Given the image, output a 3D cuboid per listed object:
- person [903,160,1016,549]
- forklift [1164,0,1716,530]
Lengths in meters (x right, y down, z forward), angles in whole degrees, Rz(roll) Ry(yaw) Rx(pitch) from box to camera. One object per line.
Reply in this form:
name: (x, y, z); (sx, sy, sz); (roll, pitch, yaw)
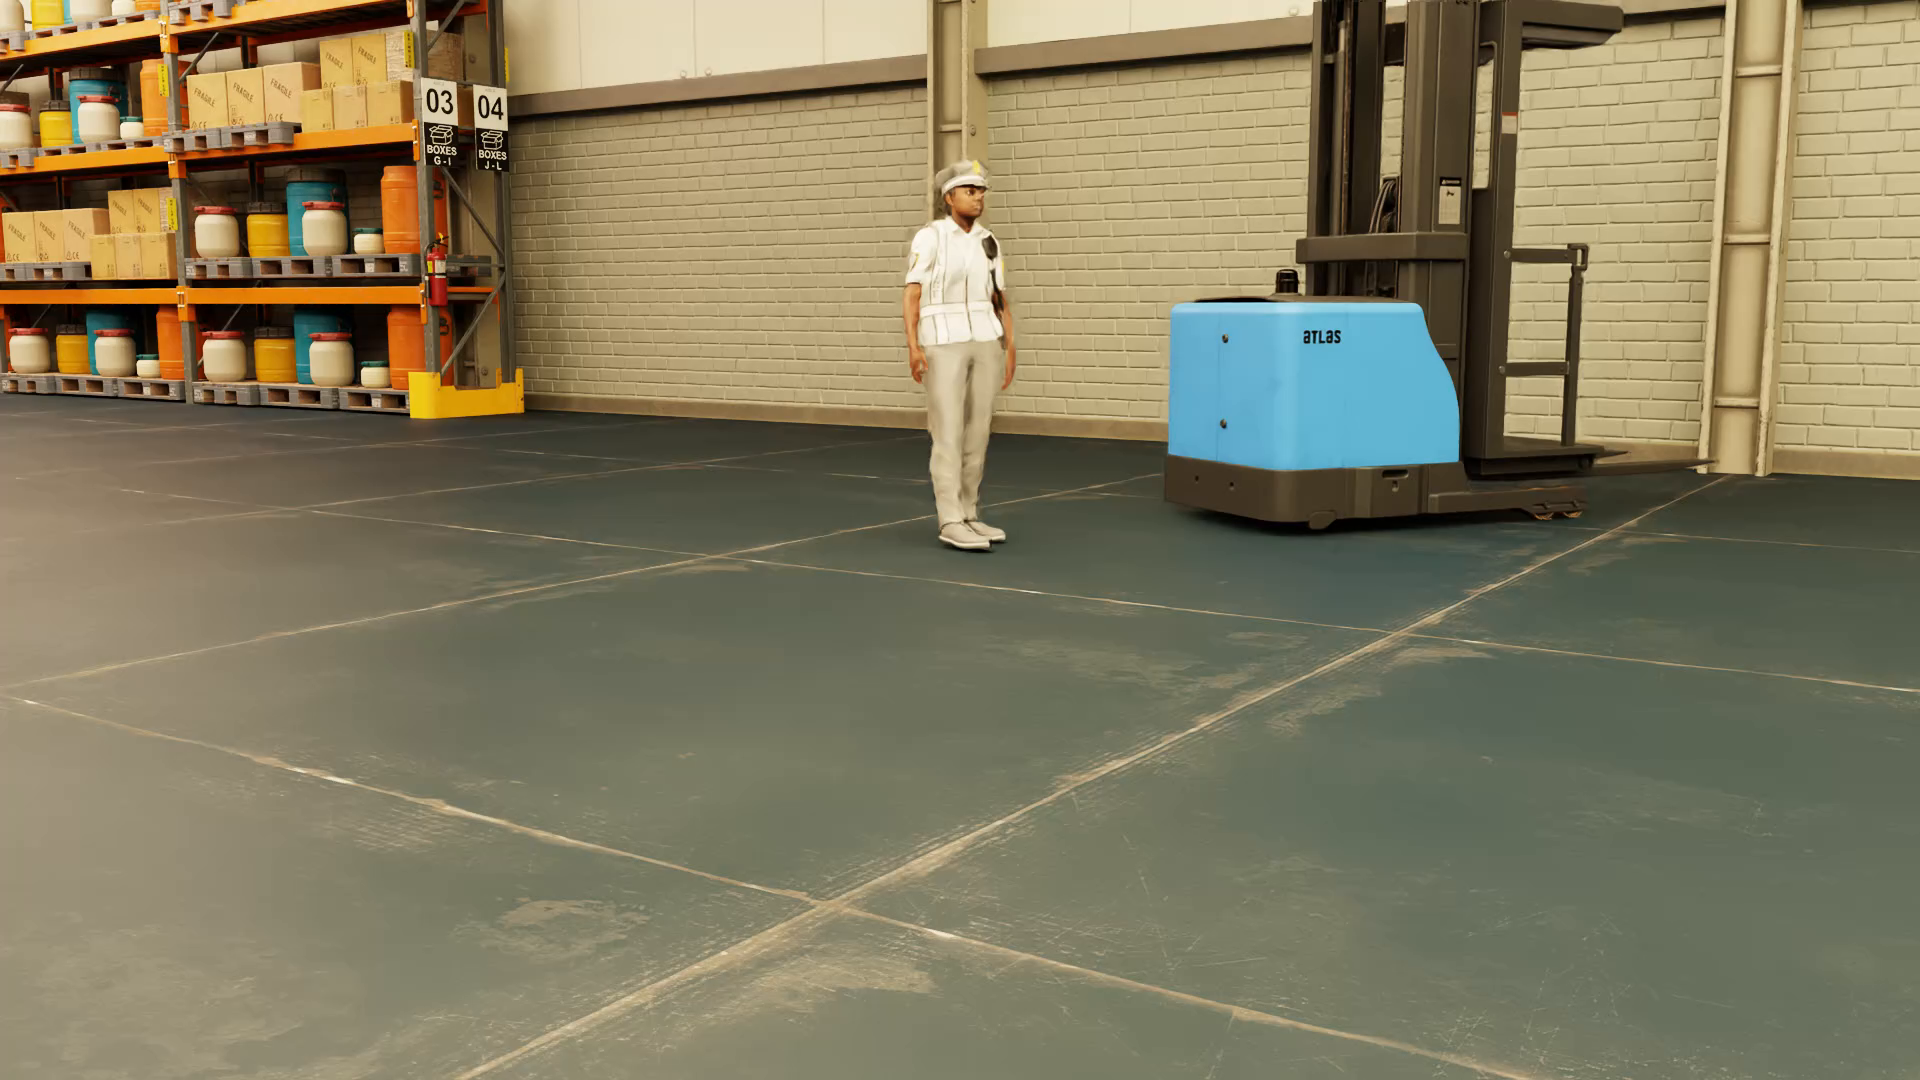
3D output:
person: (0.047, -0.829, 7.374); (0.537, 1.696, 0.604); (-4, 9, -25)
forklift: (2.604, -1.612, 8.531); (3.031, 2.935, 1.130); (-4, 9, -25)
